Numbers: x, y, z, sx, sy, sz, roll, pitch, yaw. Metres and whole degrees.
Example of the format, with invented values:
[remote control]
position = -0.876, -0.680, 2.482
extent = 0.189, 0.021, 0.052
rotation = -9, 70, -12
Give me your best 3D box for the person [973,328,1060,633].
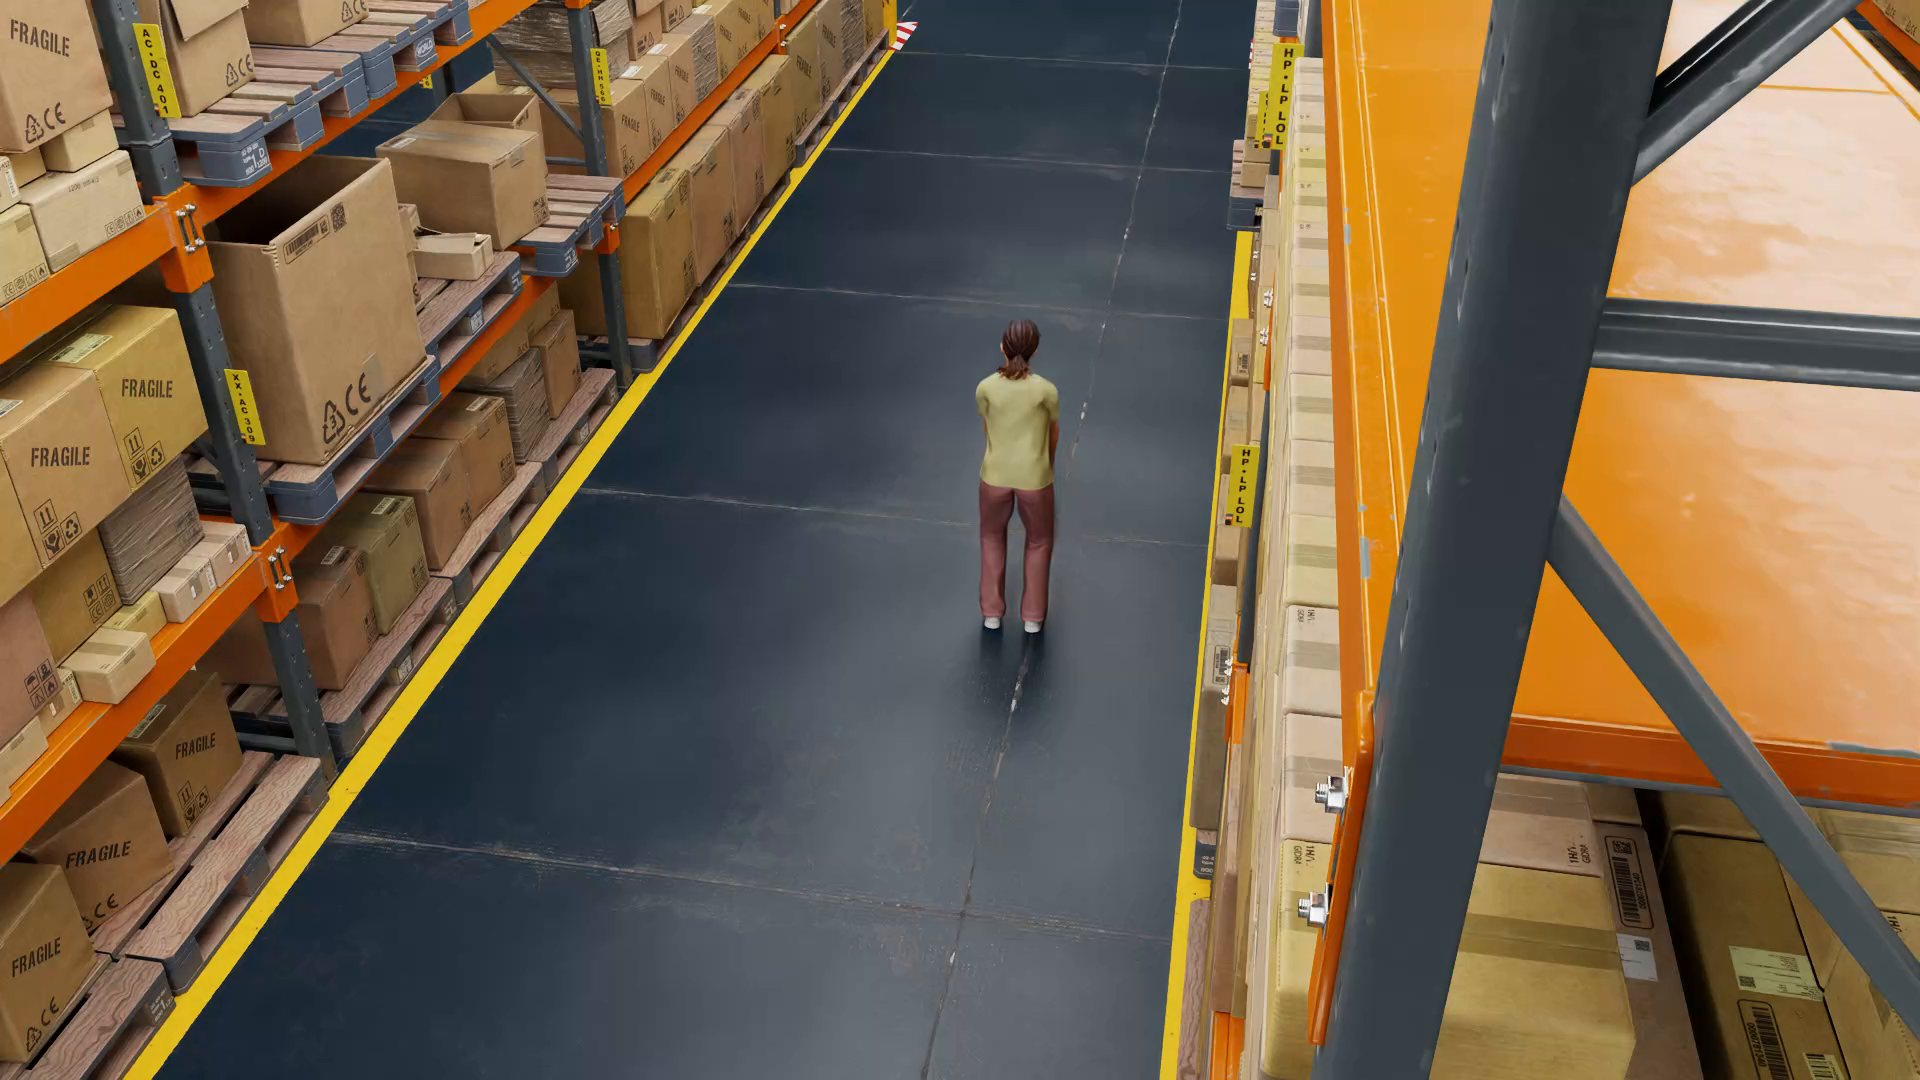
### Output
[person]
position = 0.285, -0.328, 8.273
extent = 0.412, 1.668, 0.535
rotation = 5, 33, 8
